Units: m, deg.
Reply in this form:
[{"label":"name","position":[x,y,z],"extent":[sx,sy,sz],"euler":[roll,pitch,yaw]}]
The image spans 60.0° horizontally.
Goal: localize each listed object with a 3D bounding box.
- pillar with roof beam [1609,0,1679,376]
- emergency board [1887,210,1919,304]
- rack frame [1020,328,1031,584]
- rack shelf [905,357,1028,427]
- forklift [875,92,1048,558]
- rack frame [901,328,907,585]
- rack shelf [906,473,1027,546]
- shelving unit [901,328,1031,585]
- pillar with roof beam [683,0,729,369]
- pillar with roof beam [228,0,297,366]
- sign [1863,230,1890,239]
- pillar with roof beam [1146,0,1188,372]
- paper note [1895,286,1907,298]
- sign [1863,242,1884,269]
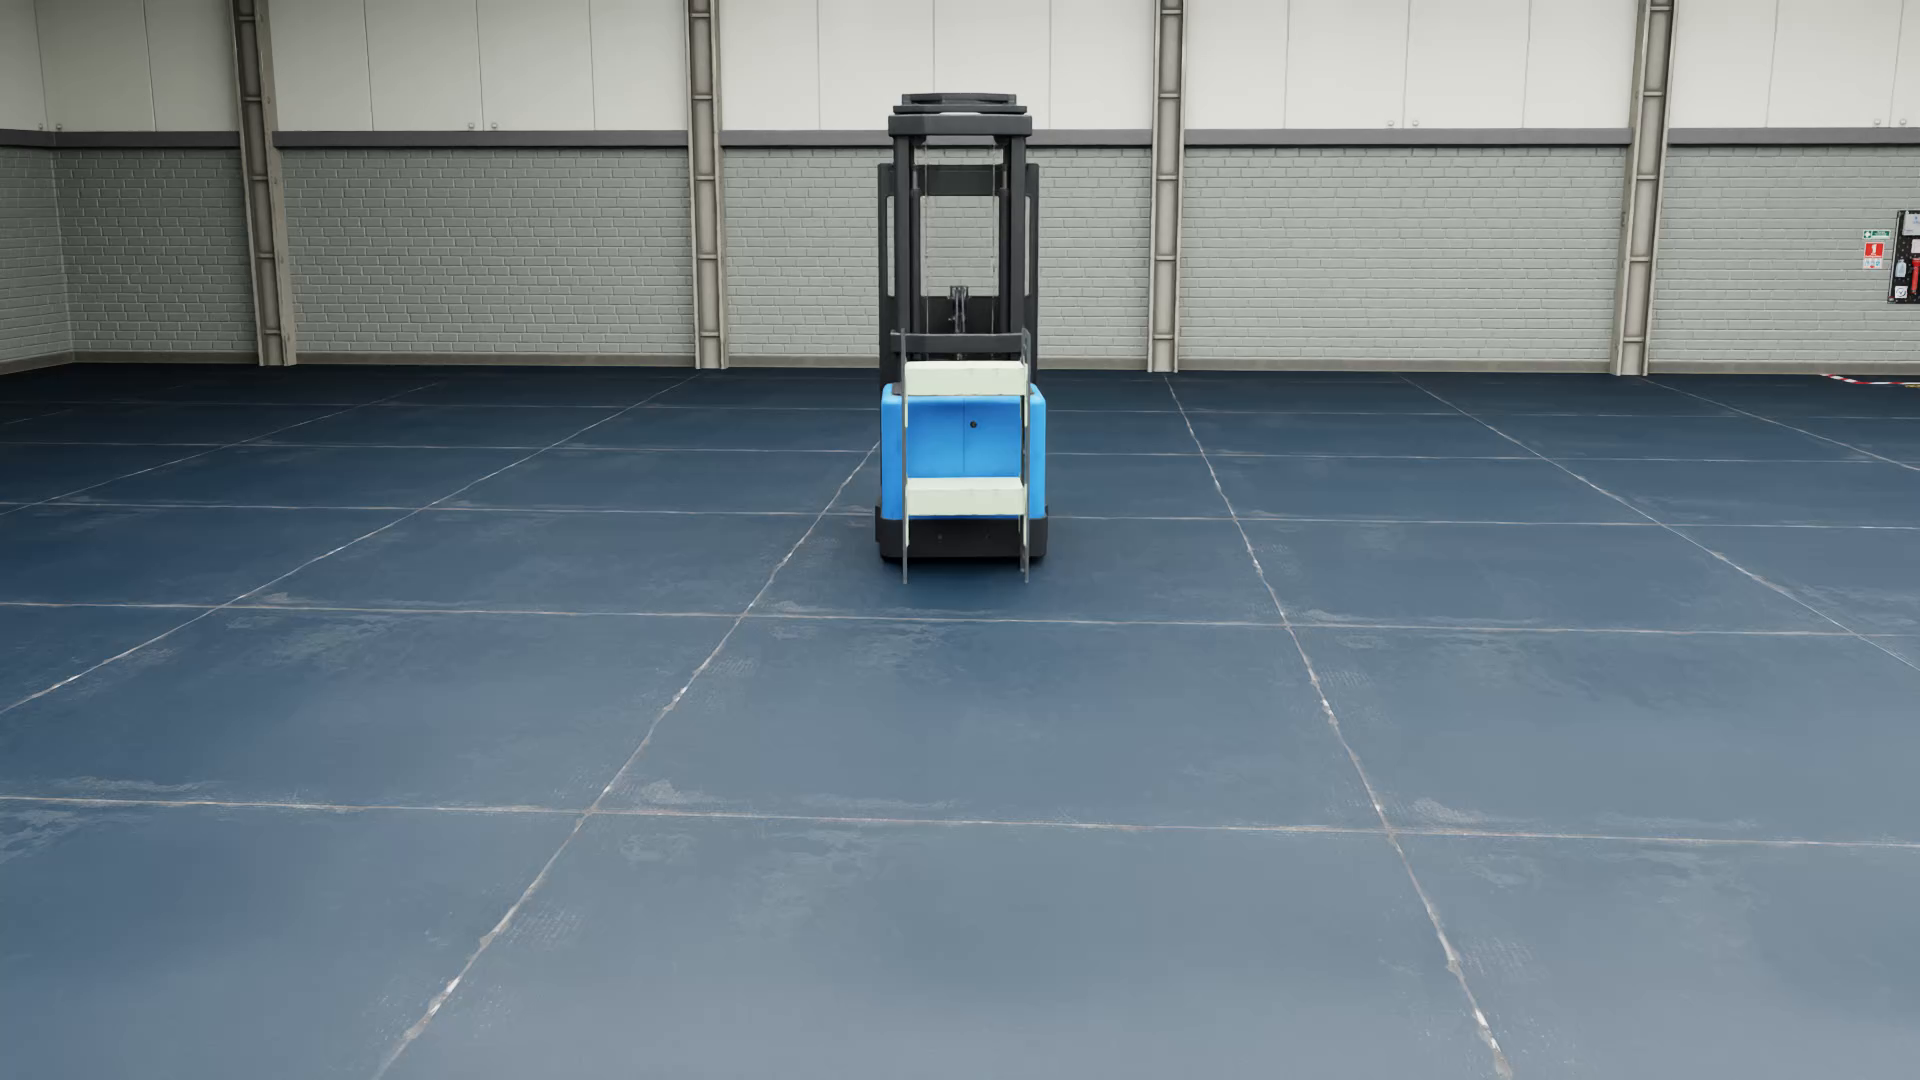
[{"label":"pillar with roof beam","position":[8.364,-5.673,16.411],"extent":[0.400,9.000,9.100],"euler":[1,12,4]},{"label":"emergency board","position":[12.175,-3.576,21.036],"extent":[0.643,1.169,0.194],"euler":[1,12,4]},{"label":"rack frame","position":[0.394,-0.511,10.046],"extent":[0.023,1.500,0.400],"euler":[0,12,-2]},{"label":"rack shelf","position":[0.029,-0.889,9.951],"extent":[0.720,0.370,0.431],"euler":[0,12,-2]},{"label":"forklift","position":[-0.019,-1.567,11.601],"extent":[1.130,2.935,3.031],"euler":[0,12,-2]},{"label":"rack frame","position":[-0.337,-0.504,10.017],"extent":[0.023,1.500,0.400],"euler":[0,12,-2]},{"label":"rack shelf","position":[0.029,-0.188,10.098],"extent":[0.720,0.370,0.431],"euler":[0,12,-2]},{"label":"shelving unit","position":[0.029,-0.507,10.031],"extent":[0.755,1.500,0.431],"euler":[0,12,-2]},{"label":"pillar with roof beam","position":[-3.610,-5.837,17.195],"extent":[0.400,9.000,9.100],"euler":[1,12,4]},{"label":"pillar with roof beam","position":[-9.596,-5.919,17.588],"extent":[0.400,9.000,9.100],"euler":[1,12,4]},{"label":"sign","position":[11.634,-3.879,21.106],"extent":[0.331,0.109,0.001],"euler":[1,12,4]},{"label":"pillar with roof beam","position":[2.377,-5.755,16.803],"extent":[0.400,9.000,9.100],"euler":[1,12,4]},{"label":"paper note","position":[12.003,-3.161,21.205],"extent":[0.142,0.148,0.016],"euler":[1,12,4]},{"label":"sign","position":[11.630,-3.622,21.169],"extent":[0.234,0.329,0.001],"euler":[1,12,4]}]
